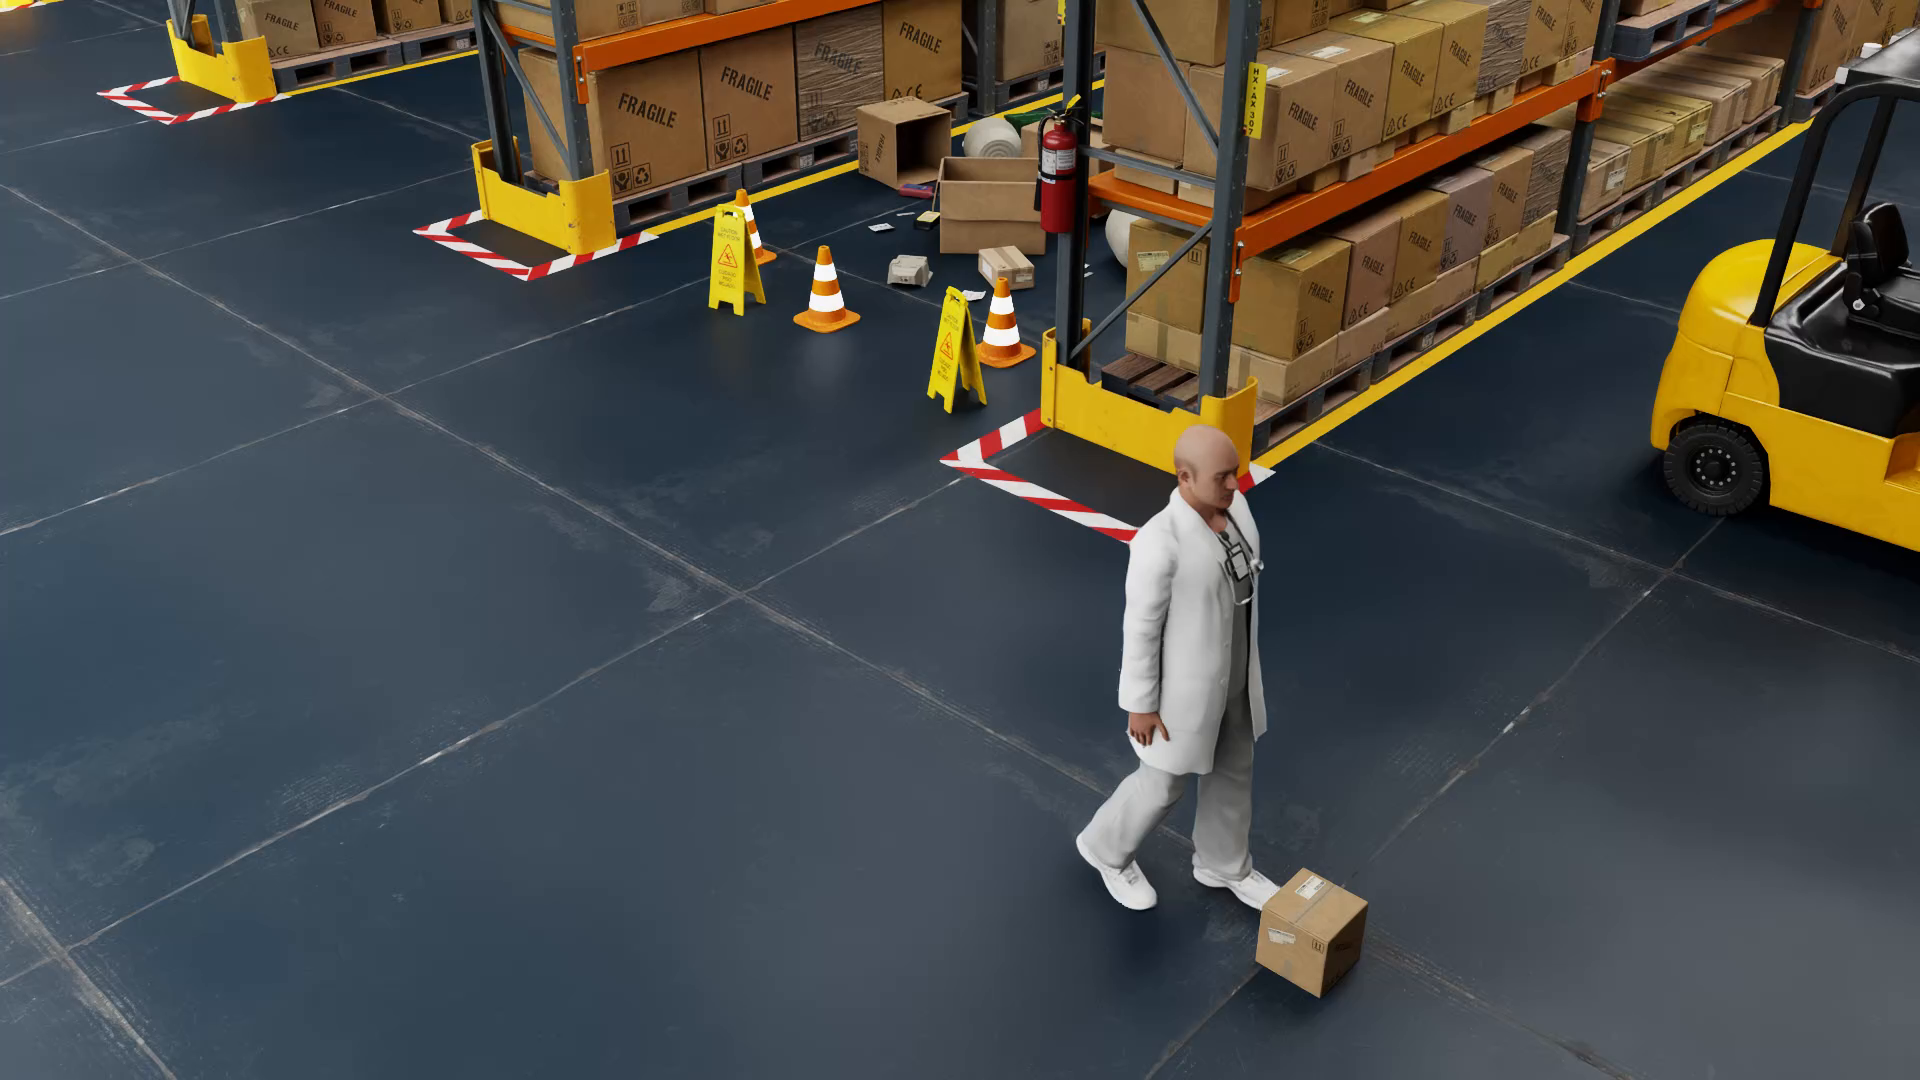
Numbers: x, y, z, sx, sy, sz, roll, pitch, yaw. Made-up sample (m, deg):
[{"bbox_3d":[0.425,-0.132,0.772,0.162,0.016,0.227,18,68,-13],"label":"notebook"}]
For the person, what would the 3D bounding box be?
[{"bbox_3d":[0.773,0.457,5.380,0.722,1.790,0.617,25,39,35],"label":"person"}]
